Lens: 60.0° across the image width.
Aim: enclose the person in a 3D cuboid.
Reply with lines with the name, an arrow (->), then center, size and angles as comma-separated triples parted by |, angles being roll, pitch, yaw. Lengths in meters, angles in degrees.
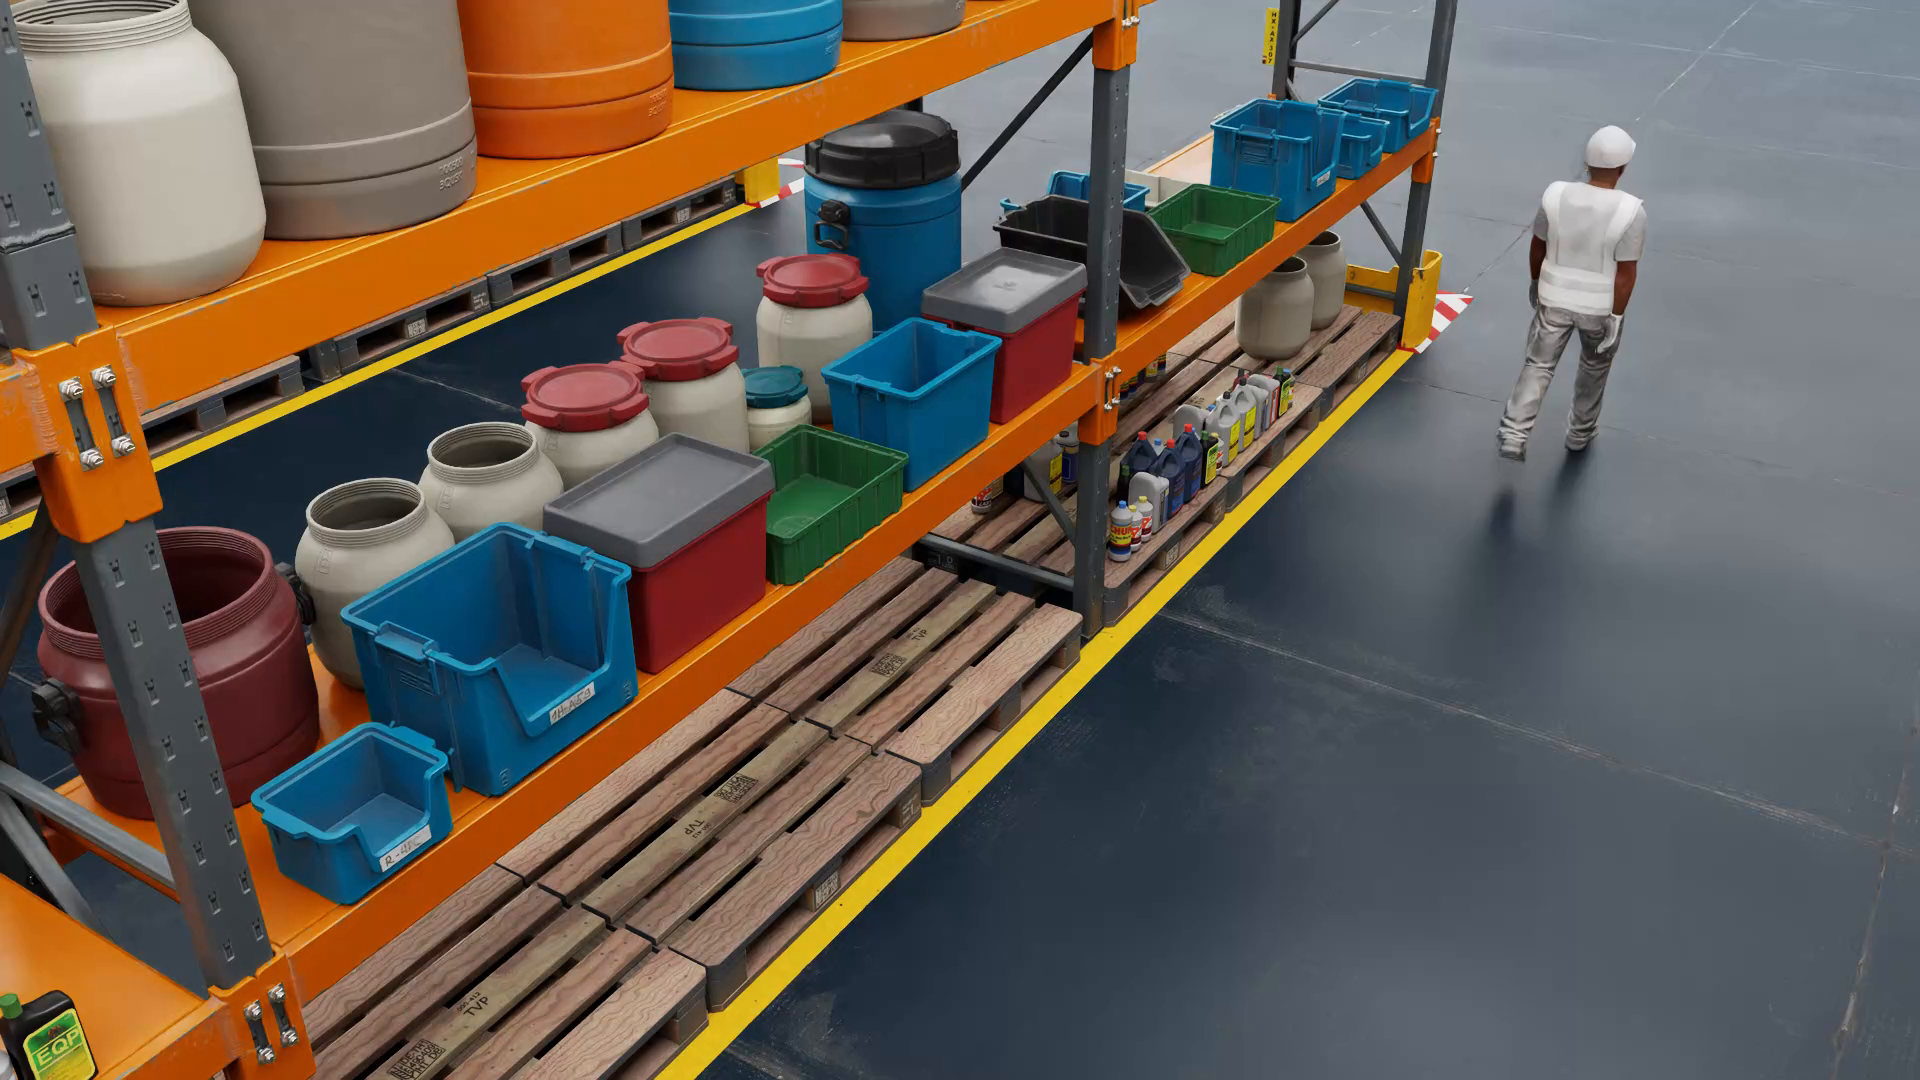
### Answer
person -> 3.050, -1.188, 8.232 | 0.548, 1.758, 0.946 | 18, 35, 29
